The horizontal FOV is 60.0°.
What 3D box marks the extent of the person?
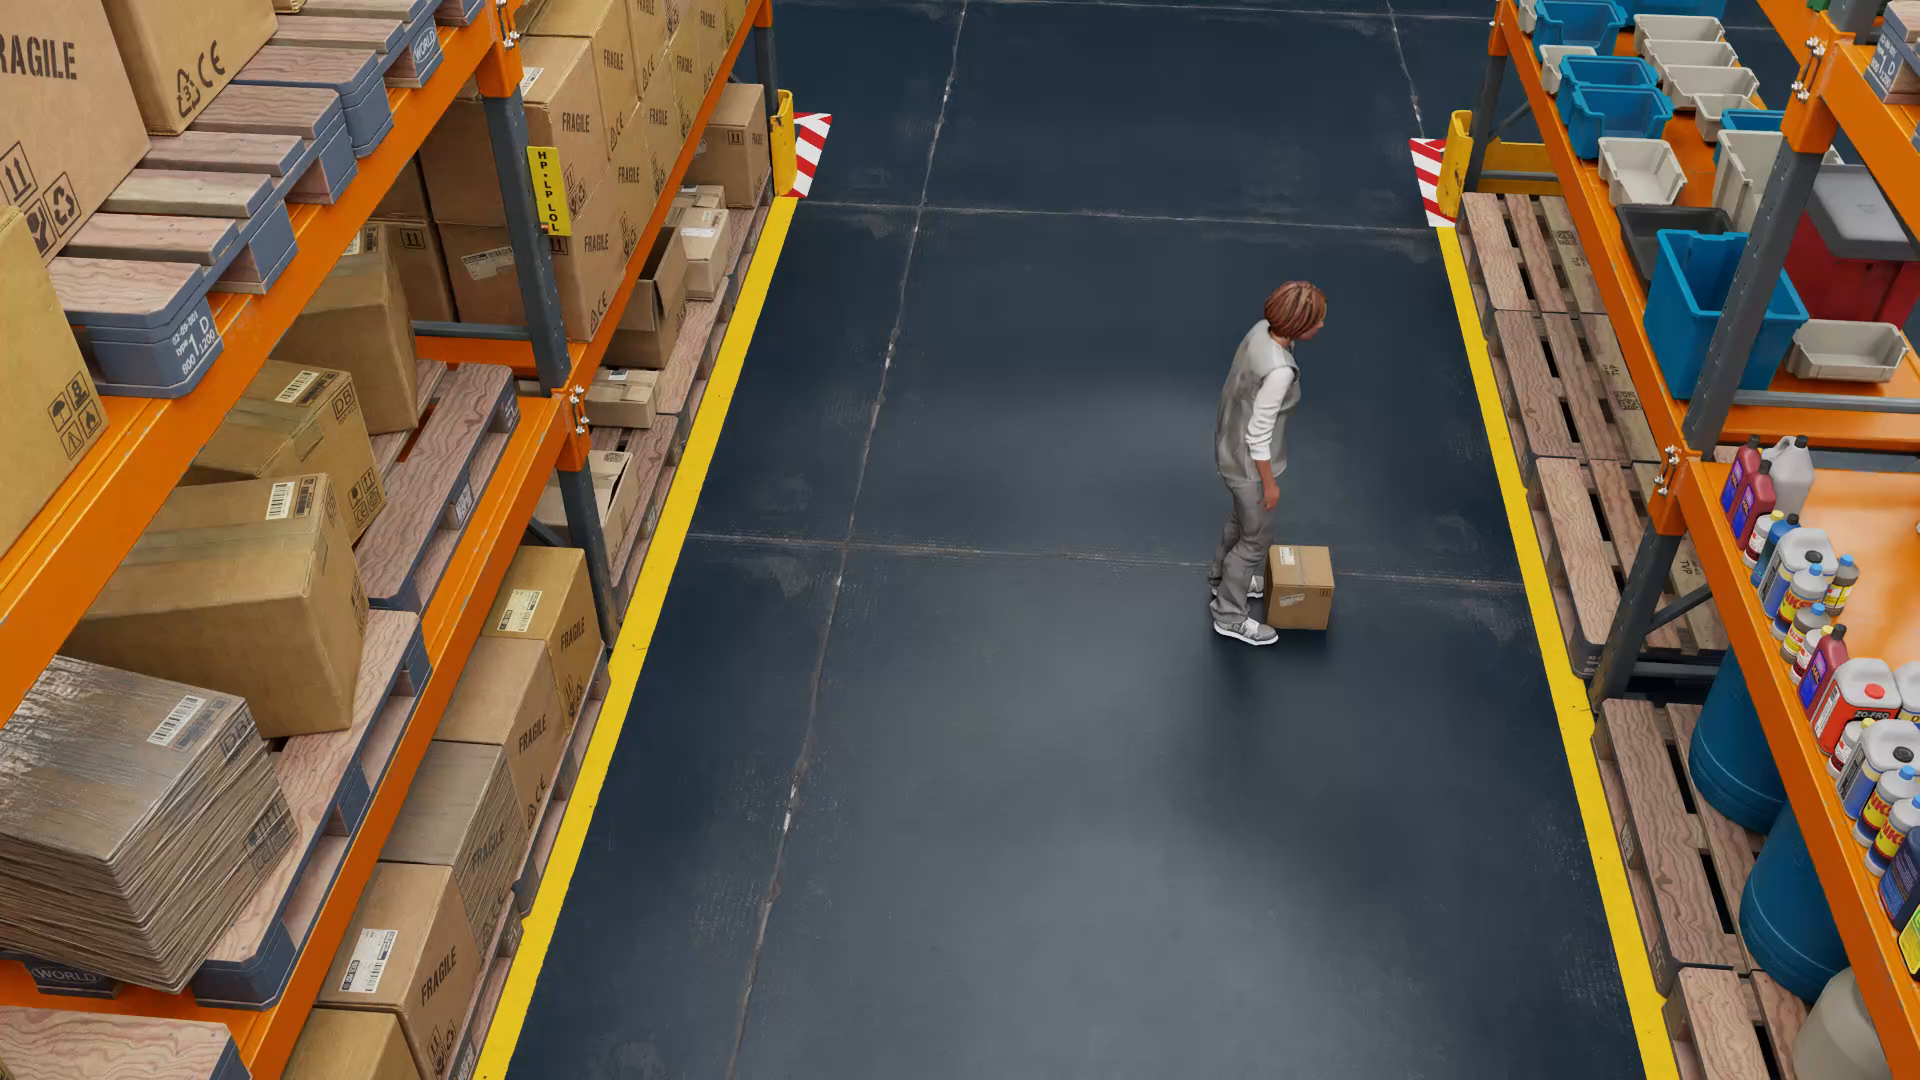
[{"bbox_3d":[1.170,-0.317,6.535,0.343,1.593,0.462,4,41,4],"label":"person"}]
